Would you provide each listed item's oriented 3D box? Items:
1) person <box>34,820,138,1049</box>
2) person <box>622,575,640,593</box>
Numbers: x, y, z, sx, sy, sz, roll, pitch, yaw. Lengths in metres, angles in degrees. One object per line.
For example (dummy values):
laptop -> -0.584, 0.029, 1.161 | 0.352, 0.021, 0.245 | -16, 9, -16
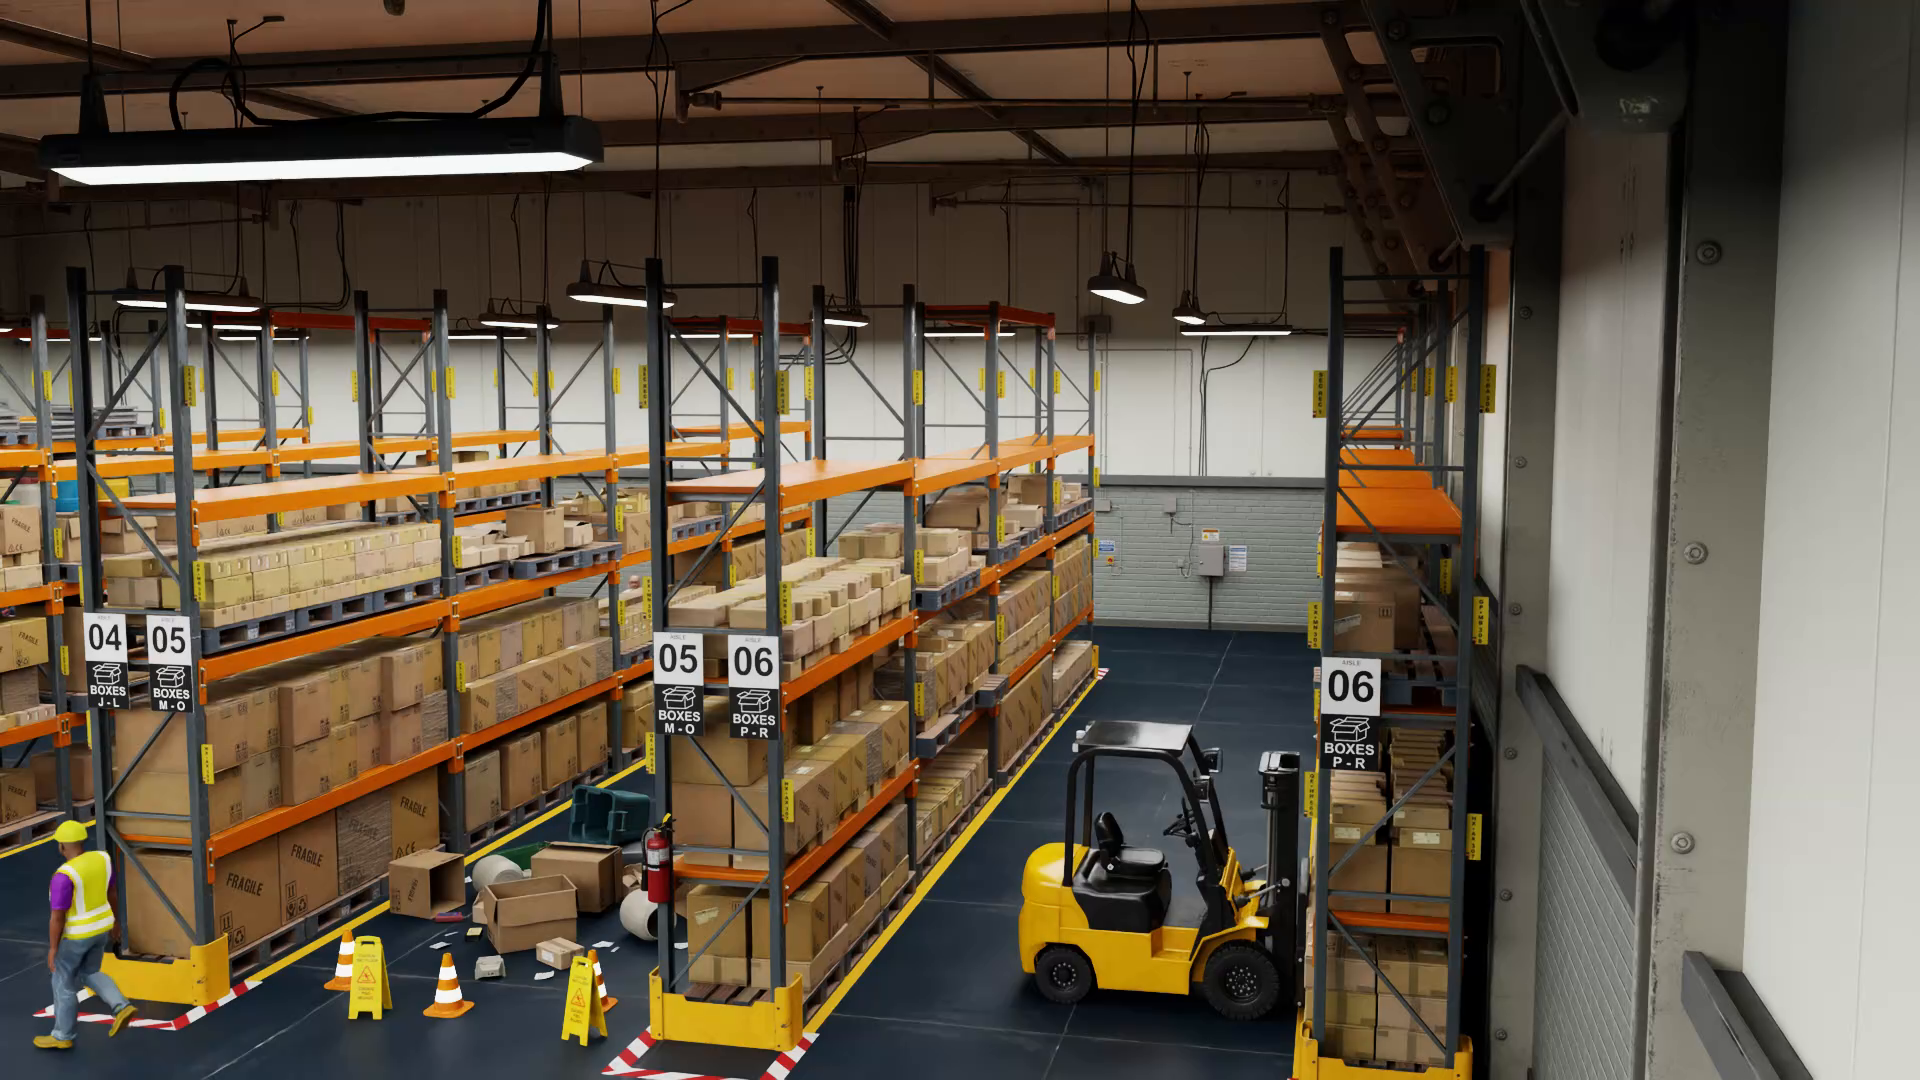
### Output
person -> -6.704, 3.006, 12.714 | 0.762, 1.753, 0.633 | 1, 6, 14
person -> -5.498, 1.459, 27.902 | 0.661, 1.717, 1.114 | 1, 6, 8
